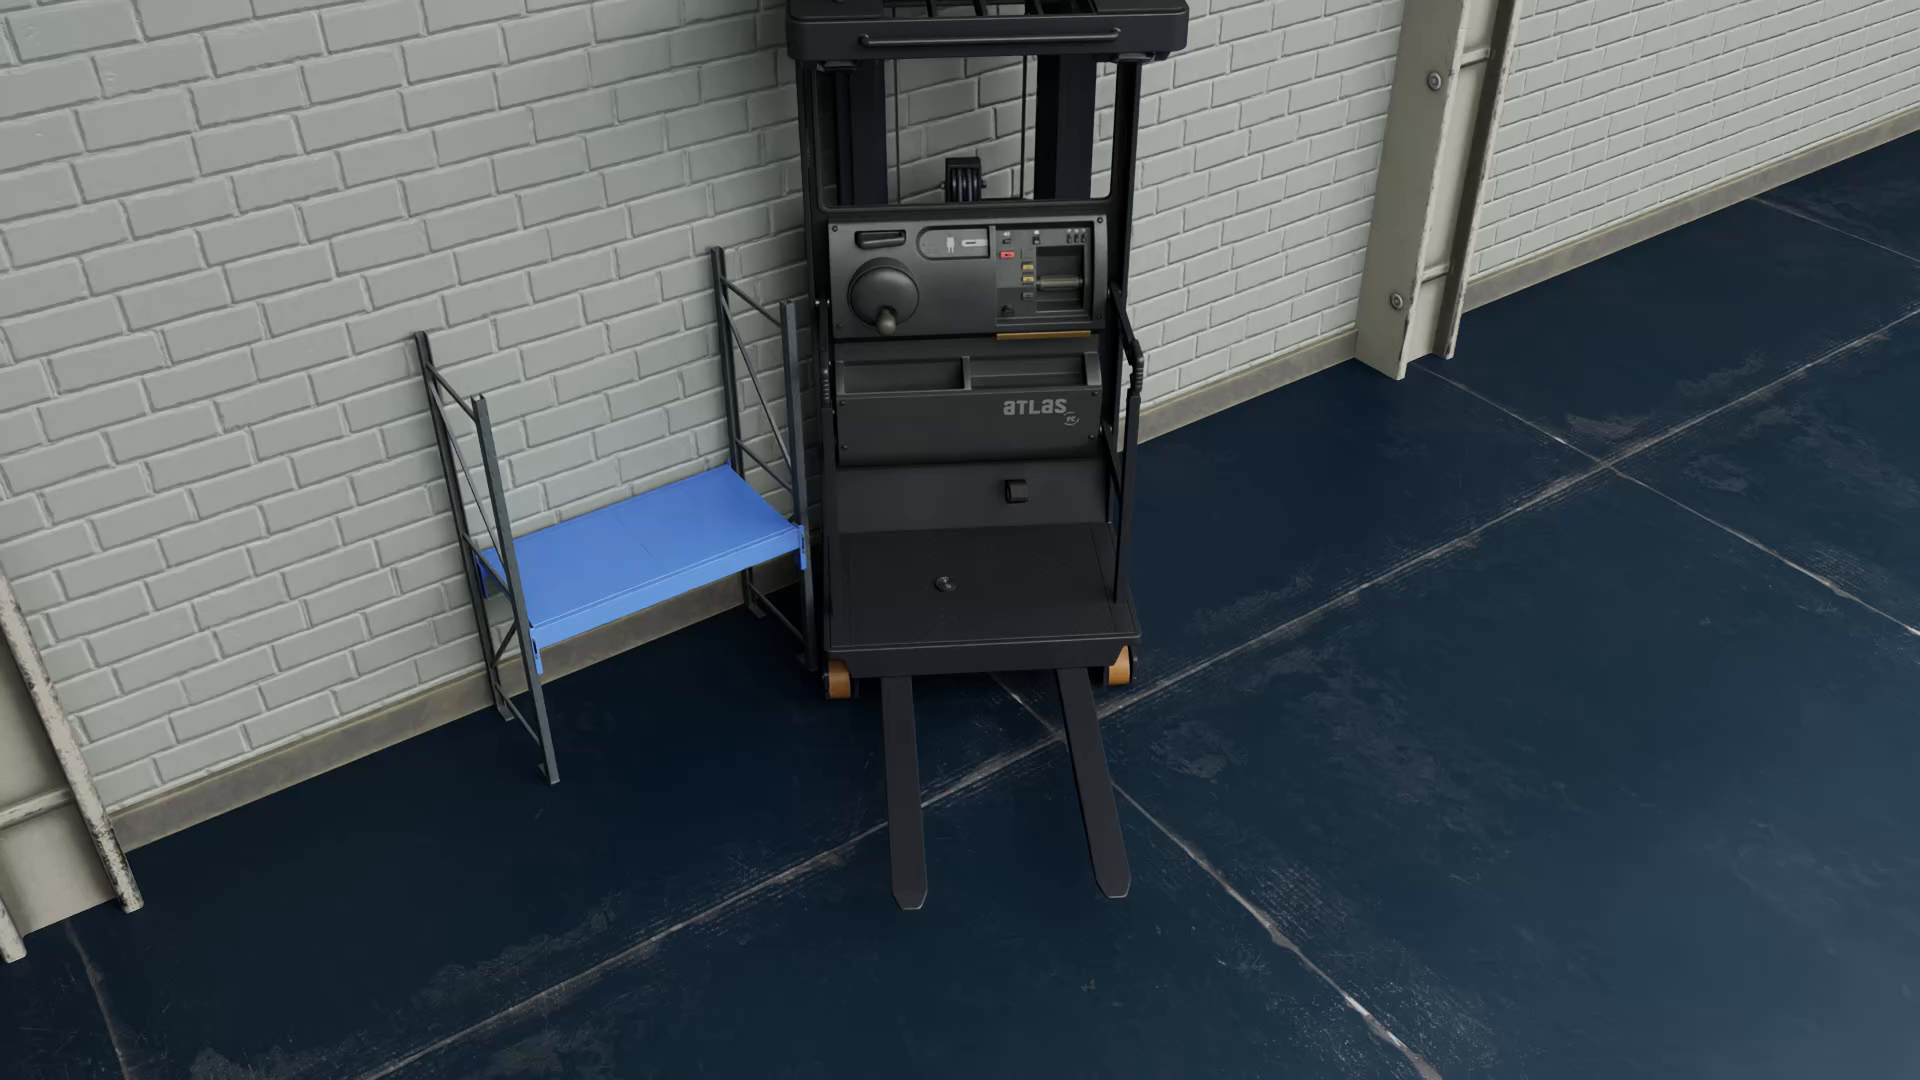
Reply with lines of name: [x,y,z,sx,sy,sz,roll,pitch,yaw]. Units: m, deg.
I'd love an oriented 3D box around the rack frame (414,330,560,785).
rack frame: [-1.507,0.093,5.336,0.032,1.500,0.500,-22,41,-28]

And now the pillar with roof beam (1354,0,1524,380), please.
pillar with roof beam: [4.600,-2.486,2.499,0.400,9.000,9.100,-22,41,-28]

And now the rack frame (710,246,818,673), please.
rack frame: [-0.675,-0.248,5.810,0.032,1.500,0.500,-22,41,-28]

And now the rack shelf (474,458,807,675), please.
rack shelf: [-1.091,0.069,5.678,1.000,0.185,0.538,-22,41,-28]

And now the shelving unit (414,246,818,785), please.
shelving unit: [-1.091,-0.077,5.573,1.048,1.500,0.538,-22,41,-28]

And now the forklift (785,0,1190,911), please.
forklift: [0.047,-0.823,5.384,1.130,2.935,3.031,-3,36,-3]
